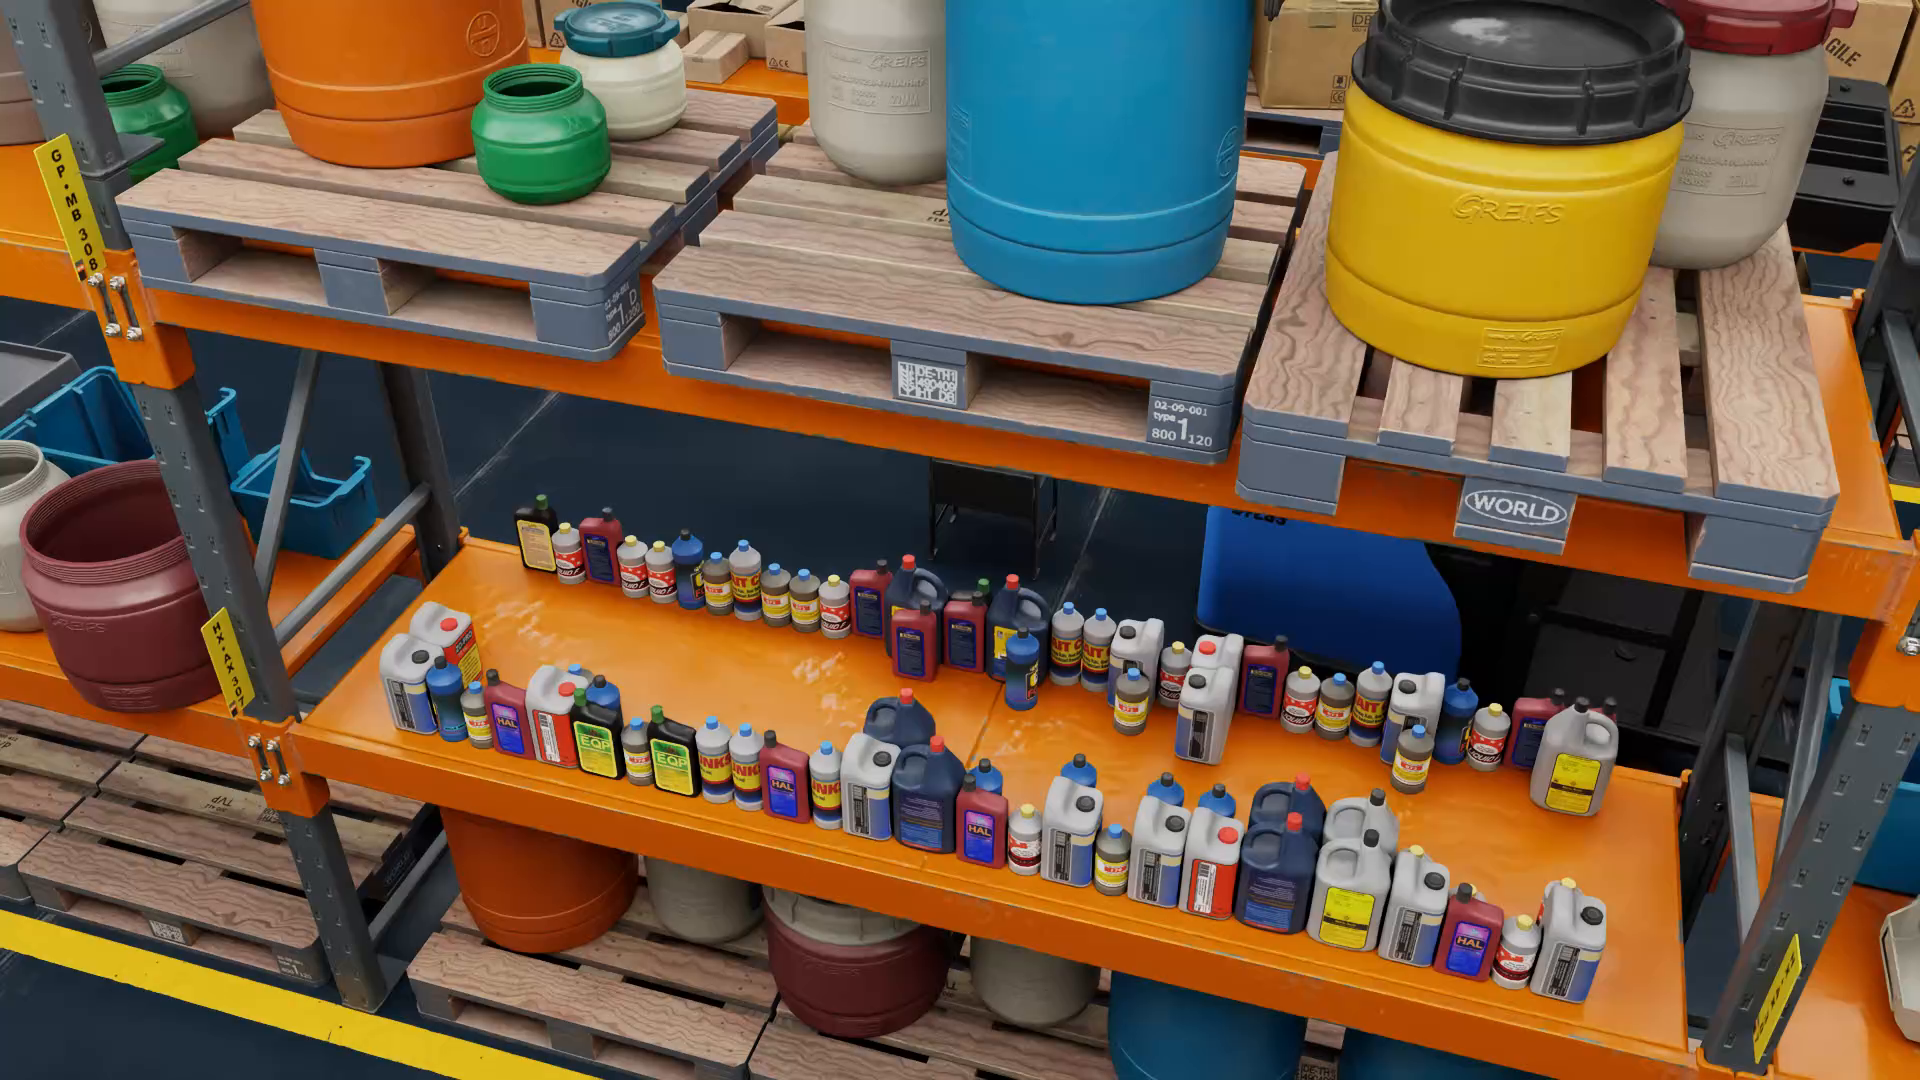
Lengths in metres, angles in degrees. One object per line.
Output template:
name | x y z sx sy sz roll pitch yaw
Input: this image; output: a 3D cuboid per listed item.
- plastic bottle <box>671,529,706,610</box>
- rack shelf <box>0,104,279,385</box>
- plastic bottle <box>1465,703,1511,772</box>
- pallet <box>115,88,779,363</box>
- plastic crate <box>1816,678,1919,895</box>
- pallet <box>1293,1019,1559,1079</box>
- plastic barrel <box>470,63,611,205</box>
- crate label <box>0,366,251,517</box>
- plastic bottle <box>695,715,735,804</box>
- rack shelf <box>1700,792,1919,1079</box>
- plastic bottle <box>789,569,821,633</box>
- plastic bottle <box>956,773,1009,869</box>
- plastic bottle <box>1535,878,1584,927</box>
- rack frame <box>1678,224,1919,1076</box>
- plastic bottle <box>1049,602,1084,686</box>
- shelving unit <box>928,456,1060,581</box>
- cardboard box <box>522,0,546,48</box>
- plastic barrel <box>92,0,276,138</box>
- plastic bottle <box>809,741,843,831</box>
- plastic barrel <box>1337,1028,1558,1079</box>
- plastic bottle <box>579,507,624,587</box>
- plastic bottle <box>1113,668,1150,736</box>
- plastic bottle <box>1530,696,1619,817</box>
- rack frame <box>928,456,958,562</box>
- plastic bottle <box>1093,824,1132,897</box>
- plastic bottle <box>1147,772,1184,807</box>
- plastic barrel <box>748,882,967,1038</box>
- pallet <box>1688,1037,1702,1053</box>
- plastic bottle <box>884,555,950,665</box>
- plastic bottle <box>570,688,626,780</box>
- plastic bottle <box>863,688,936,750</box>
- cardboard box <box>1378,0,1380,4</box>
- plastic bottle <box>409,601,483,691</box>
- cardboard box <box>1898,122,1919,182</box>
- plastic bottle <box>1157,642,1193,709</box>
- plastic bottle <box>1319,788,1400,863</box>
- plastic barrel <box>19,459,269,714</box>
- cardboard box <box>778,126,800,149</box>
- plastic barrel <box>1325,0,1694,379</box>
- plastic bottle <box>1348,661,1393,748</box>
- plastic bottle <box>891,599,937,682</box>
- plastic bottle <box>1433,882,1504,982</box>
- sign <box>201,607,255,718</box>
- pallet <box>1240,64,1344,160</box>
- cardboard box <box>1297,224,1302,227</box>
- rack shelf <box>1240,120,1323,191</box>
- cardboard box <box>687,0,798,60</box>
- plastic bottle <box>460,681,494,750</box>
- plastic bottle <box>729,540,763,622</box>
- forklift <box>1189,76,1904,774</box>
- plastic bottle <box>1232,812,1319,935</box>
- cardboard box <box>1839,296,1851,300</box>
plastic bottle | -0.849 0.083 5.215 0.097 0.271 0.097 0 36 0
rack shelf | -3.782 -1.176 4.894 4.000 0.370 1.077 10 38 14
plastic bottle | 1.479 0.543 4.650 0.097 0.201 0.097 0 36 0
pallet | -1.172 -0.846 3.998 1.213 0.211 1.003 10 38 14
plastic crate | 2.492 0.674 4.266 0.575 0.384 0.392 10 38 14
pallet | 1.221 1.766 5.173 1.213 0.211 1.003 10 38 14
plastic barrel | -0.930 -0.902 3.691 0.294 0.245 0.294 0 36 0
crate label | -2.741 -0.247 5.526 0.616 0.435 0.502 10 38 14
plastic bottle | -0.665 0.589 4.528 0.097 0.271 0.097 0 36 0
rack shelf | 3.854 1.446 3.862 4.000 0.370 1.077 10 38 14
plastic bottle | -0.477 0.180 5.142 0.097 0.201 0.097 0 36 0
plastic bottle | 0.058 0.729 4.327 0.133 0.283 0.061 10 38 14
plastic bottle | 1.492 0.922 4.135 0.097 0.201 0.097 0 36 0
rack frame | 1.945 0.802 4.129 0.127 3.000 1.000 10 38 14
plastic bottle | 0.316 0.299 4.922 0.097 0.271 0.097 0 36 0
shelving unit | 0.158 -0.816 7.088 0.503 2.100 0.431 10 38 14
cardboard box | -2.501 -3.127 9.384 0.500 0.500 0.500 11 38 14
plastic barrel | -2.078 -1.386 4.478 0.421 0.512 0.421 0 36 0
plastic bottle | -0.351 0.647 4.449 0.097 0.271 0.097 0 36 0
plastic barrel | 1.431 1.373 4.770 0.708 0.901 0.600 10 38 14
plastic bottle | -1.139 0.013 5.300 0.133 0.283 0.061 10 38 14
plastic bottle | 0.492 0.454 4.770 0.097 0.201 0.097 0 36 0
plastic bottle | 1.667 0.570 4.487 0.185 0.351 0.144 10 38 14
rack frame | -0.075 -0.860 7.146 0.015 2.100 0.400 10 38 14
plastic bottle | 0.395 0.813 4.282 0.097 0.201 0.097 0 36 0
plastic bottle | 0.533 0.716 4.355 0.097 0.271 0.097 0 36 0
plastic barrel | -0.323 1.174 5.305 0.708 0.588 0.600 10 38 14
pallet | 2.659 2.034 4.809 1.213 0.211 1.003 10 38 14
plastic bottle | -0.129 0.199 4.991 0.185 0.351 0.144 10 38 14
plastic bottle | -1.000 0.533 4.594 0.133 0.283 0.061 10 38 14
plastic bottle | -0.164 0.540 4.527 0.185 0.351 0.144 10 38 14
cardboard box | 2.365 -2.505 8.184 0.500 0.500 0.700 16 39 21
plastic bottle | -1.511 0.319 4.891 0.135 0.276 0.152 10 38 14
cardboard box | 4.321 -1.707 7.454 0.500 0.500 0.500 11 38 15
plastic bottle | 0.631 0.385 4.863 0.097 0.201 0.097 0 36 0
plastic bottle | 1.013 0.763 4.224 0.185 0.351 0.144 10 38 14
plastic barrel | -2.406 0.130 4.928 0.708 0.536 0.600 10 38 14
cardboard box | -0.805 -2.253 9.773 0.500 0.311 0.500 12 38 15
plastic barrel | 1.013 -0.697 3.123 0.600 0.588 0.600 0 36 0
plastic bottle | 1.165 0.456 4.708 0.097 0.271 0.097 0 36 0
plastic bottle | -0.135 0.289 4.926 0.133 0.283 0.061 10 38 14
plastic bottle | 1.238 0.948 4.030 0.133 0.283 0.061 10 38 14
sign | -2.030 0.342 4.617 0.005 0.325 0.100 10 38 14
pallet | 1.465 -2.288 8.490 1.213 0.211 1.003 10 38 14
cardboard box | 2.049 -1.574 9.096 0.500 0.500 0.500 11 38 14
rack shelf | 1.517 -2.063 8.630 4.000 0.370 1.077 10 38 14
cardboard box | -1.188 -2.938 9.287 0.500 0.311 0.500 10 38 13
plastic bottle | -1.361 0.488 4.724 0.097 0.201 0.097 0 36 0
plastic bottle | -0.663 0.118 5.168 0.097 0.271 0.097 0 36 0
forklift | 2.523 -0.531 5.999 3.031 2.935 1.130 14 39 18
plastic bottle | 0.794 0.812 4.157 0.185 0.351 0.144 10 38 14
cardboard box | 4.770 -1.021 8.504 0.500 0.311 0.500 10 38 14
